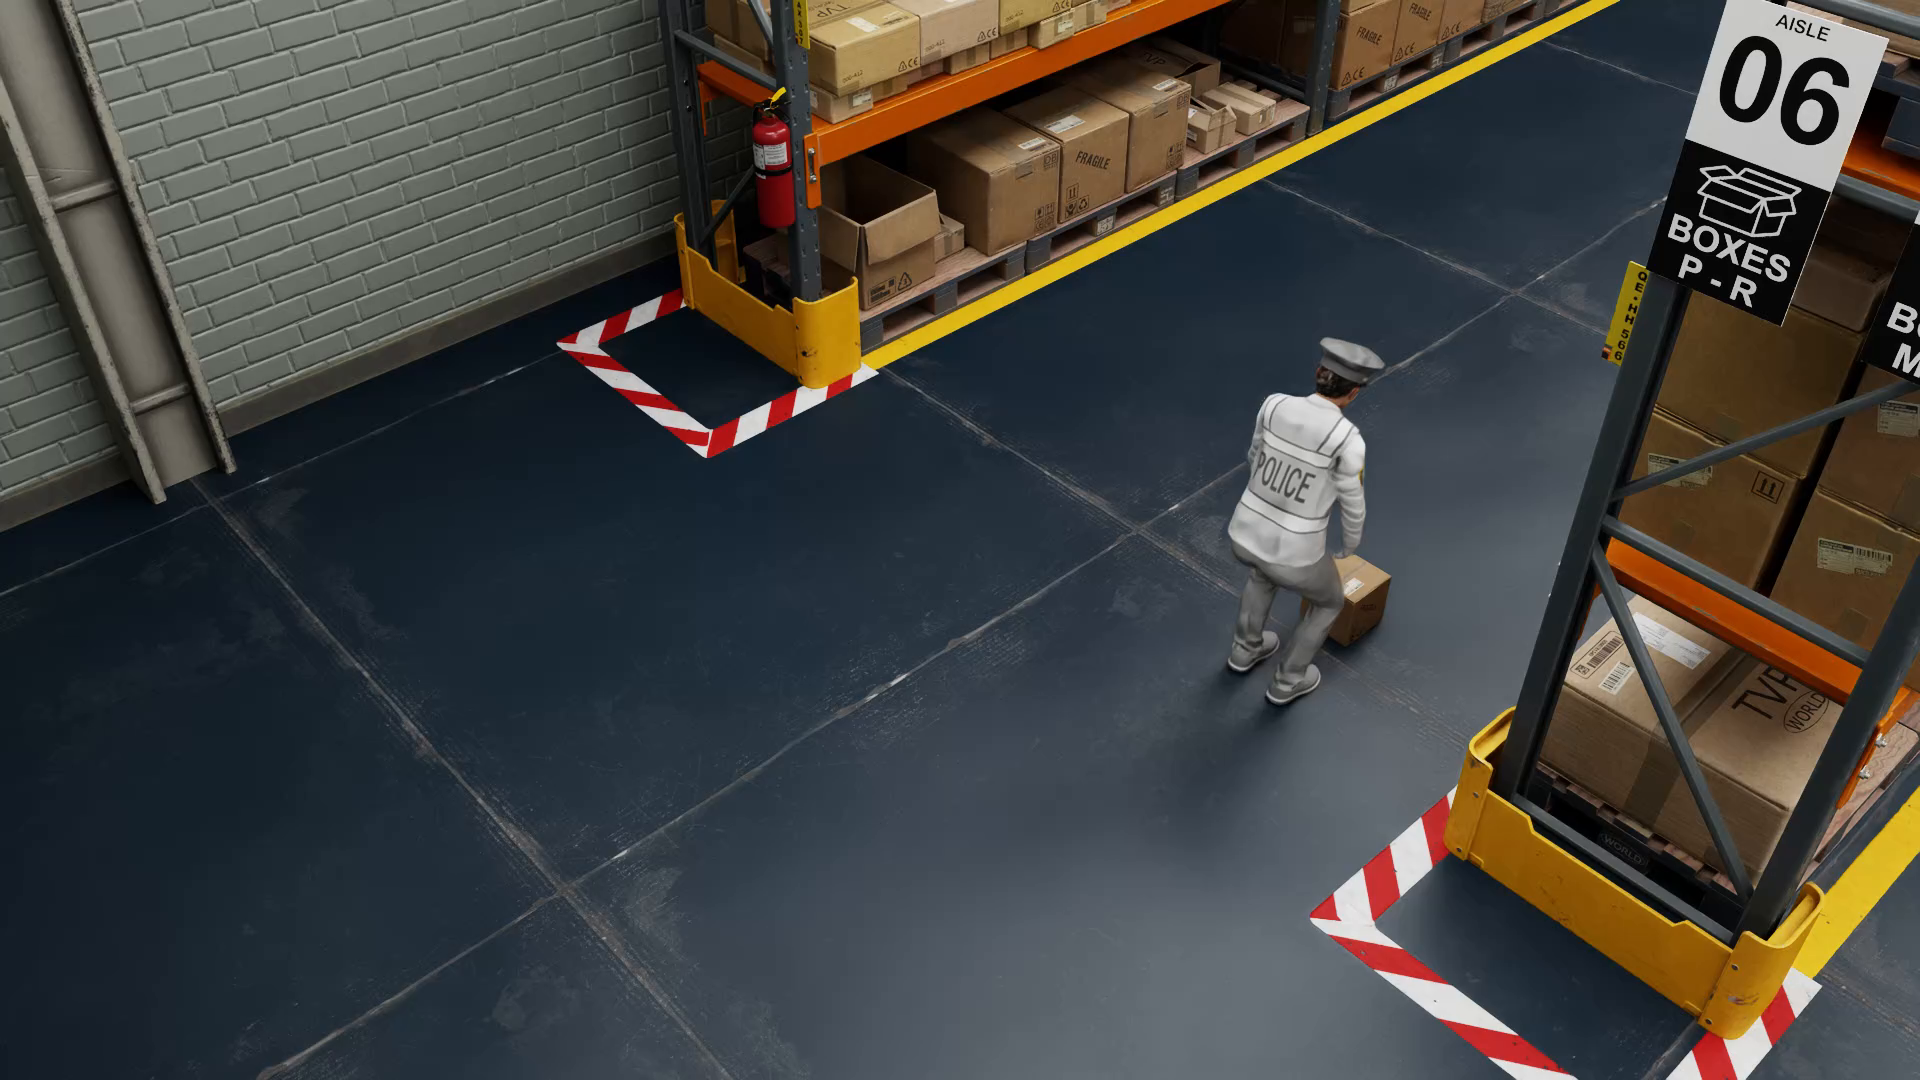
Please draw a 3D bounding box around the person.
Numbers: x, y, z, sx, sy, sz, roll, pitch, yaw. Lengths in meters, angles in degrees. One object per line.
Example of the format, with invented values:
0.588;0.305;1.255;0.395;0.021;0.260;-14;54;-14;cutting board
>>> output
1.282;-0.060;6.364;0.607;1.501;0.529;-30;48;-31;person
